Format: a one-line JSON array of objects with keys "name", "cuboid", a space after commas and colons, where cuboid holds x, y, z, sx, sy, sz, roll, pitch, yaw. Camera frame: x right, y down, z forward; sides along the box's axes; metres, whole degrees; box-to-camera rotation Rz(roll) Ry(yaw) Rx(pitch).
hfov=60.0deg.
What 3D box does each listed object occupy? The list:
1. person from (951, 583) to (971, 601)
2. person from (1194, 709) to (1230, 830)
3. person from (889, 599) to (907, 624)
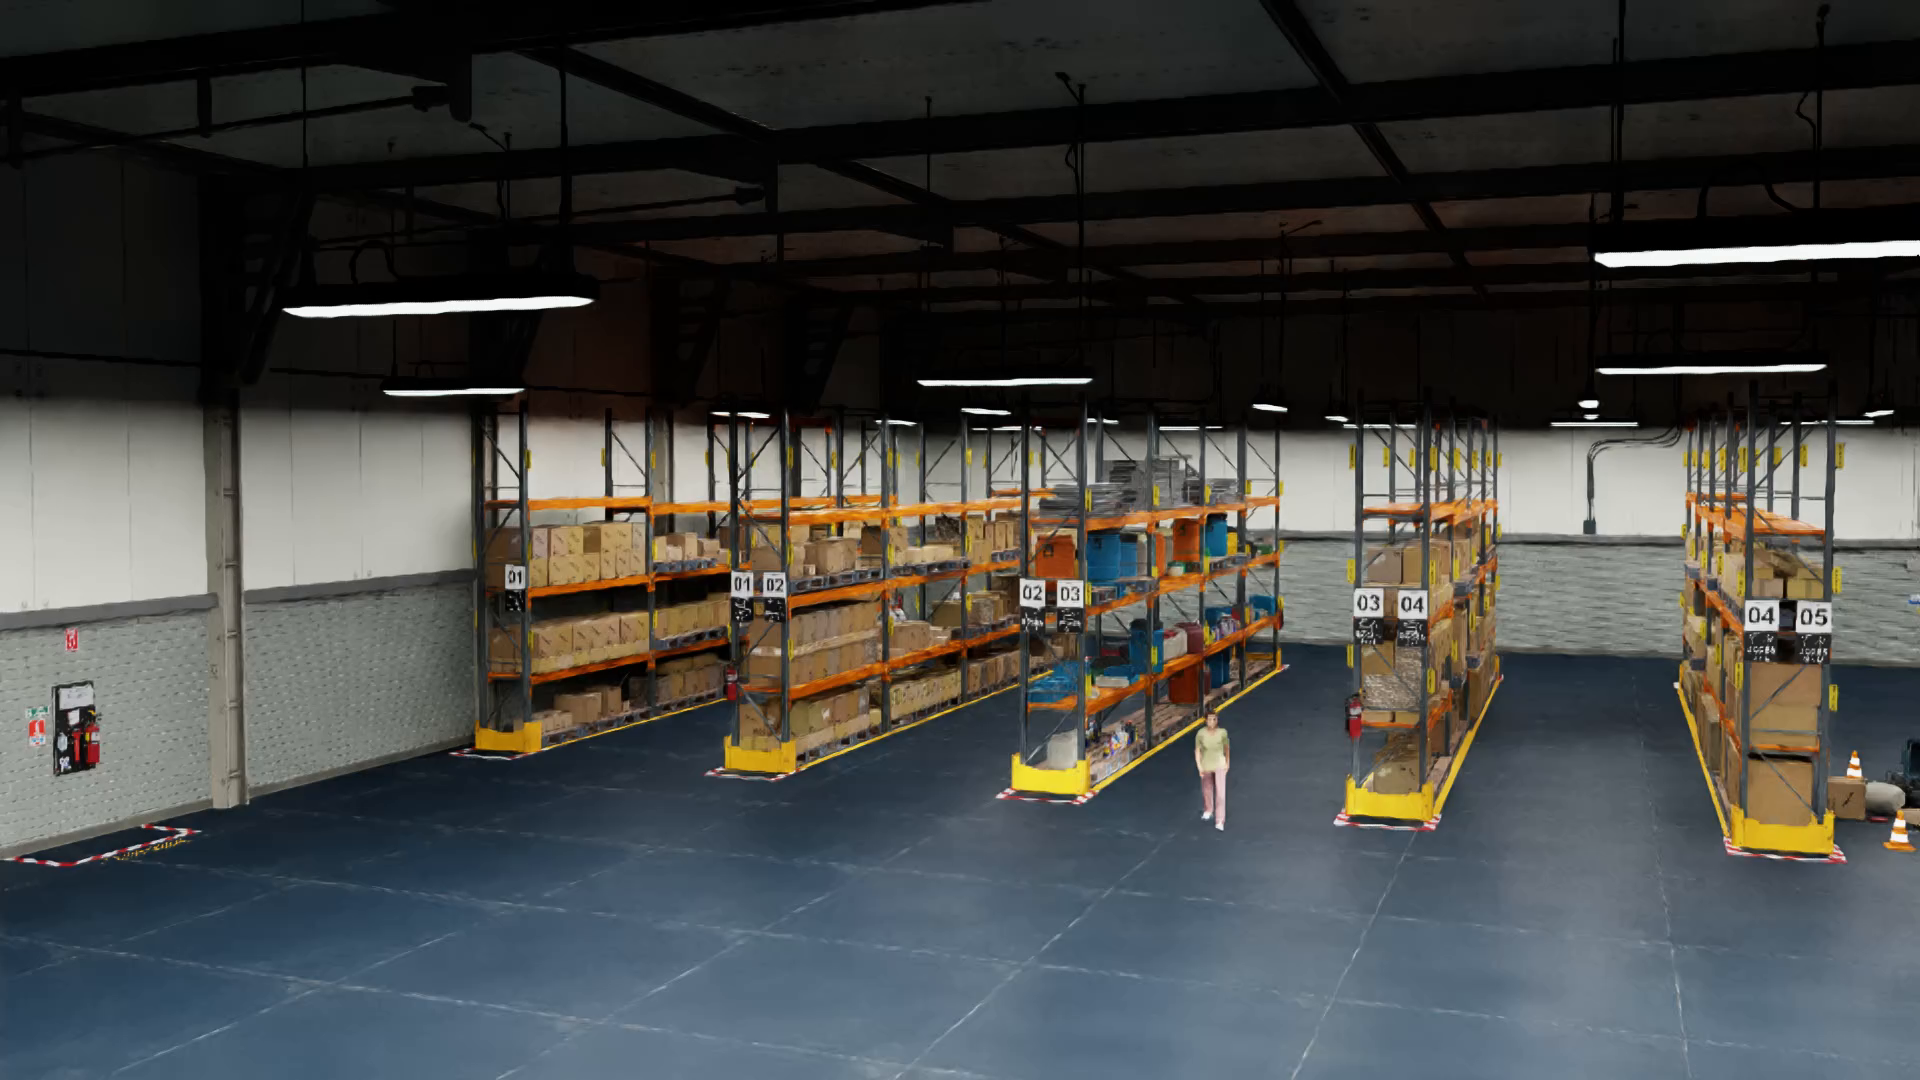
[{"name": "person", "cuboid": [0.083, 1.994, 44.162, 0.729, 1.733, 0.546, 1, 3, 19]}, {"name": "person", "cuboid": [3.427, 3.086, 22.628, 0.469, 1.588, 1.081, 1, 3, 12]}, {"name": "person", "cuboid": [-1.570, 2.228, 40.459, 0.592, 1.629, 0.532, 1, 3, 18]}]
